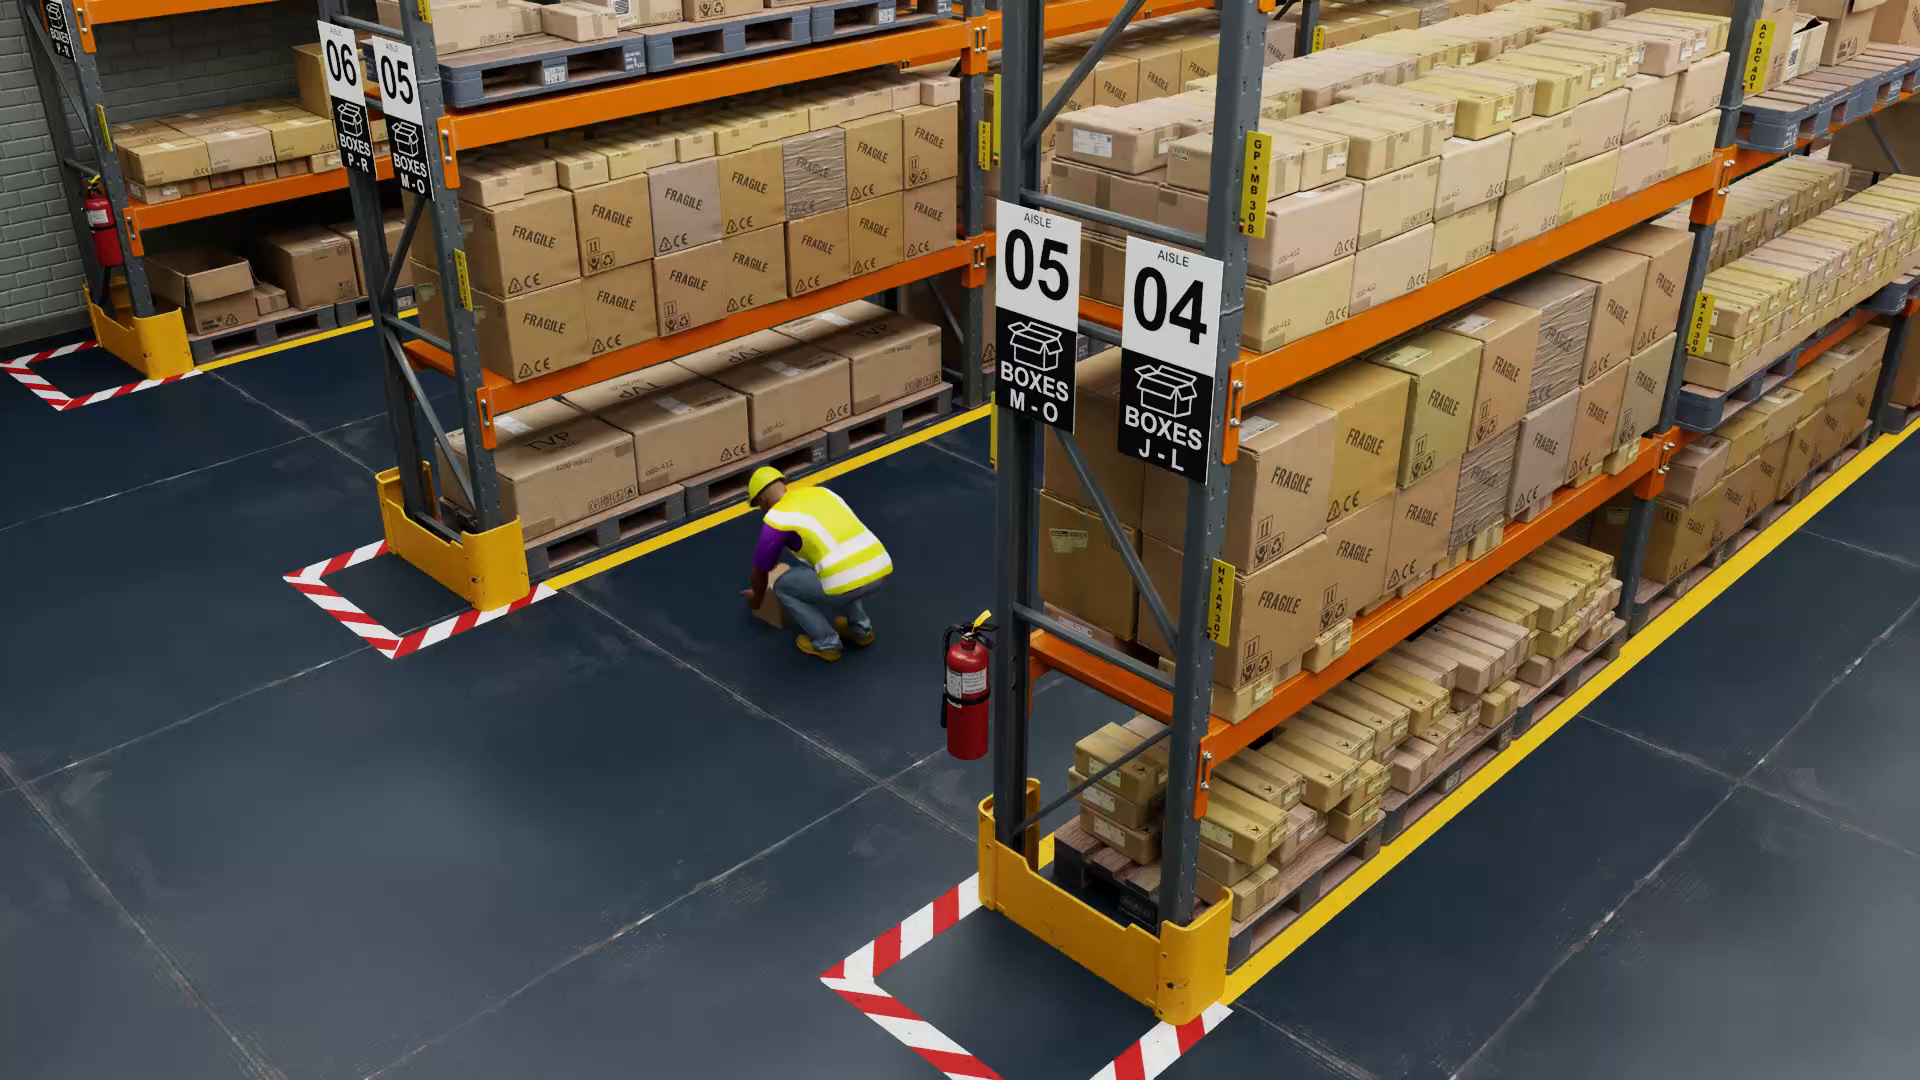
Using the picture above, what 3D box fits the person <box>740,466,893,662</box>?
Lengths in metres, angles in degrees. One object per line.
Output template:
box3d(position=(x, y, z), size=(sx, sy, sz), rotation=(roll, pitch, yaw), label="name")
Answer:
box3d(position=(-0.812, 0.133, 9.200), size=(0.893, 0.975, 0.580), rotation=(24, 36, 38), label="person")
